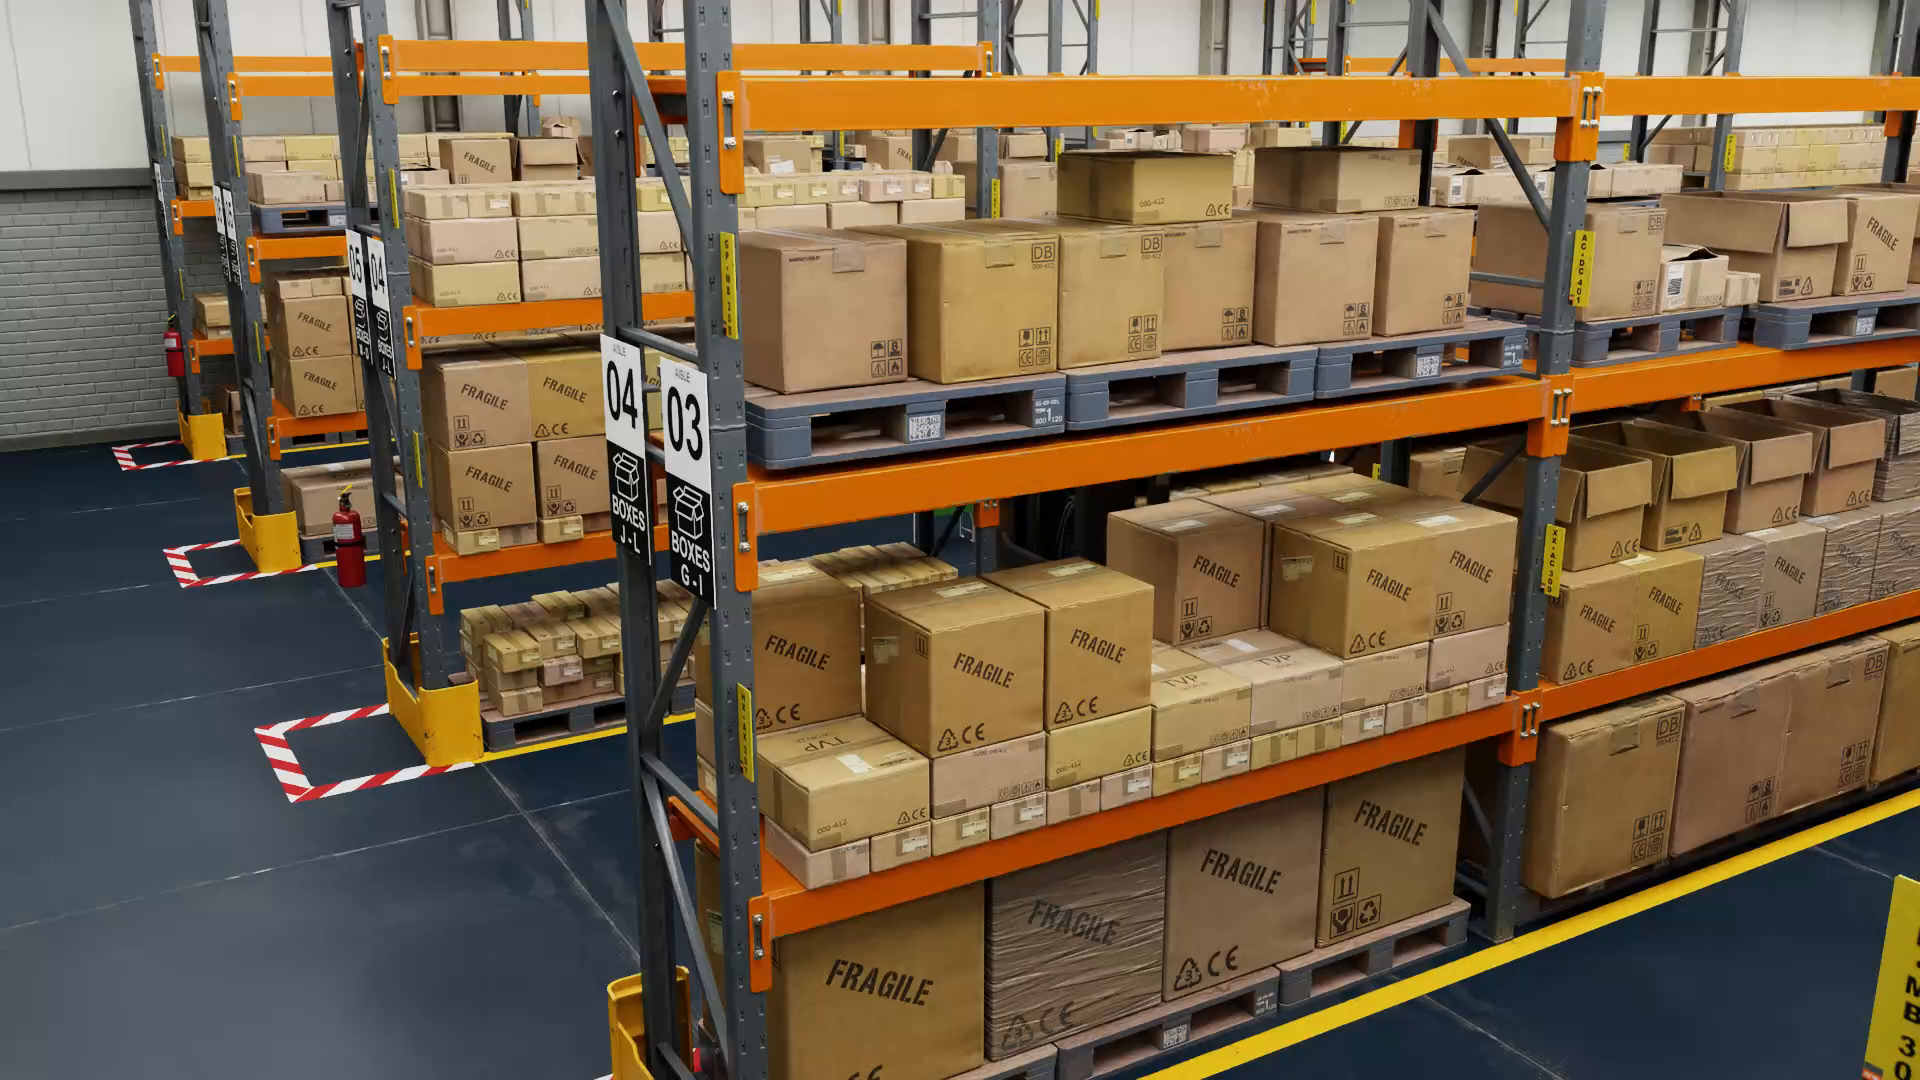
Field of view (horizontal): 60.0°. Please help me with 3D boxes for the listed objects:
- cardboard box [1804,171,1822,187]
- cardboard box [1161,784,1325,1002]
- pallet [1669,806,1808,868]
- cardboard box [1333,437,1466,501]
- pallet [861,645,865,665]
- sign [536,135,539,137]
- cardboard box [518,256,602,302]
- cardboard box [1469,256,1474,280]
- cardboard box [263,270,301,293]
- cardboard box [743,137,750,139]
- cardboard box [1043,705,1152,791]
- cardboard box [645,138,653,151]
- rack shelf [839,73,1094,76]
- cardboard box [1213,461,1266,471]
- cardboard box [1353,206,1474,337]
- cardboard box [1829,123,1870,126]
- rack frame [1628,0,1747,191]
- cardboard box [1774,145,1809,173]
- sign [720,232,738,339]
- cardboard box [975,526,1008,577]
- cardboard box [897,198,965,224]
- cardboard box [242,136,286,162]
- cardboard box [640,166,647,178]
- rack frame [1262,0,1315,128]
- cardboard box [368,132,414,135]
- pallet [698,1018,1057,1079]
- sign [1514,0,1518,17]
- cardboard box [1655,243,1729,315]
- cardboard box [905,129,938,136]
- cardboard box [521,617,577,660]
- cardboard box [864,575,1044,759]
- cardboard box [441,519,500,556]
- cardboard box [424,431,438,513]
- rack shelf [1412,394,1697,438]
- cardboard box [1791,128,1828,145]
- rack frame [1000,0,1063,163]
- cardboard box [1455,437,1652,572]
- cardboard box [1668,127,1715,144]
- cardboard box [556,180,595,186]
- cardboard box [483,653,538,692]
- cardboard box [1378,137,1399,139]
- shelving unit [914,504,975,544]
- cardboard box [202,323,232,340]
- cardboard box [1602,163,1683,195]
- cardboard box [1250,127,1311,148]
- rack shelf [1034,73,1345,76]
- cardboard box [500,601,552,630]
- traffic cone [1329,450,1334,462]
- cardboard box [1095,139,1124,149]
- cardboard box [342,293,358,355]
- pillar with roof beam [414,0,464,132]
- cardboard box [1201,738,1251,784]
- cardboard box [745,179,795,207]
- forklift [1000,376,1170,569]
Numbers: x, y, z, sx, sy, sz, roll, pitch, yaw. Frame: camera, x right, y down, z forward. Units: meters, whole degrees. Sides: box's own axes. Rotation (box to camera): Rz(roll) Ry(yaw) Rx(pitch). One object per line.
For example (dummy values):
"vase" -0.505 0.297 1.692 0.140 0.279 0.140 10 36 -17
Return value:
"cardboard box" 8.172 -3.540 16.265 0.250 0.149 0.380 -10 18 -31
"cardboard box" 1.045 1.441 7.712 0.875 0.875 0.875 -9 18 -30
"pallet" 4.093 1.469 9.620 1.213 0.211 1.003 -9 18 -30
"cardboard box" 3.953 -0.479 14.792 0.750 0.750 1.050 -9 18 -30
"pallet" -0.602 0.704 12.347 1.213 0.211 1.003 -9 18 -30
"sign" -4.954 -4.588 19.545 0.005 0.325 0.100 -9 18 -30
"cardboard box" -2.503 -1.632 10.234 0.500 0.250 0.500 -9 18 -28
"cardboard box" 6.421 -3.454 21.280 0.500 0.500 0.500 -9 18 -30
"cardboard box" -5.904 -2.254 14.493 0.250 0.149 0.380 -9 18 -29
"cardboard box" -2.850 -5.022 21.038 0.250 0.149 0.380 -10 18 -31
"cardboard box" 0.420 0.759 6.711 0.500 0.250 0.500 -10 18 -32
"cardboard box" -3.930 -4.846 20.375 0.250 0.149 0.380 -9 18 -29
"rack shelf" -0.096 -6.203 22.781 4.000 0.370 1.077 -9 18 -30
"cardboard box" 2.234 -0.546 14.103 0.500 0.250 0.500 -9 18 -30
"cardboard box" 1.784 -1.199 7.263 0.500 0.500 0.700 -10 19 -33
"cardboard box" 9.358 -4.323 17.582 0.250 0.149 0.380 -9 18 -30
"rack frame" 6.813 -4.741 15.491 0.127 3.000 1.000 -9 18 -30
"cardboard box" 7.808 -3.692 16.068 0.500 0.250 0.500 -9 18 -30
"sign" -0.724 -0.797 5.211 0.005 0.325 0.100 -9 18 -30
"cardboard box" 0.460 0.100 13.189 0.500 0.500 0.500 -10 18 -31
"cardboard box" -0.309 -2.230 11.443 0.500 0.250 0.500 -10 19 -32
"cardboard box" -7.713 -4.289 18.238 0.500 0.250 0.500 -9 18 -30
"cardboard box" -3.063 -3.339 15.331 0.258 0.266 0.396 -9 18 -28
"rack frame" 5.047 -7.576 25.605 0.127 3.000 1.000 -9 18 -30
"cardboard box" -6.682 -4.626 19.439 0.500 0.250 0.500 -9 18 -30
"pallet" -0.360 2.191 7.043 1.213 0.211 1.003 -9 18 -30
"sign" 7.327 -7.042 21.821 0.005 0.325 0.100 -9 18 -30
"cardboard box" 3.410 -1.314 8.210 0.500 0.311 0.500 -10 18 -32
"cardboard box" -0.683 -5.456 22.450 0.500 0.500 0.700 -10 18 -31
"cardboard box" -2.674 0.639 10.813 0.250 0.149 0.380 -9 18 -29
"cardboard box" -0.026 0.472 6.348 0.500 0.500 0.500 -10 18 -31
"cardboard box" -3.026 -0.032 10.274 0.250 0.149 0.380 -9 18 -30
"cardboard box" -3.220 -0.498 10.731 0.500 0.500 0.500 -9 18 -29
"rack shelf" 5.099 -1.228 15.406 4.000 0.370 1.077 -9 18 -30
"cardboard box" 8.173 -3.924 16.159 0.250 0.149 0.380 -9 18 -29
"rack frame" 0.749 -5.316 17.543 0.127 3.000 1.000 -9 18 -30
"cardboard box" 2.967 -0.200 8.364 0.637 0.503 0.797 -10 18 -31
"cardboard box" 7.179 -3.970 16.321 0.250 0.149 0.380 -9 18 -30
"cardboard box" -2.439 -2.234 10.717 0.250 0.149 0.380 -10 18 -31
"cardboard box" -2.892 0.830 10.686 0.250 0.149 0.380 -8 18 -27
"cardboard box" 5.414 -4.981 20.894 0.250 0.149 0.380 -9 18 -29
"shelving unit" -0.142 -0.555 15.006 0.503 1.200 0.258 -9 18 -30
"cardboard box" -8.245 -2.325 18.451 0.250 0.149 0.380 -9 18 -30
"cardboard box" 6.290 -3.340 15.363 0.500 0.250 0.500 -9 18 -29
"cardboard box" 3.746 -4.688 19.435 0.500 0.250 0.500 -9 18 -28
"rack shelf" 2.463 -5.055 18.686 4.000 0.370 1.077 -9 18 -30
"cardboard box" -2.905 0.546 11.146 0.250 0.149 0.380 -9 18 -29
"traffic cone" 4.102 -0.994 17.939 0.334 0.463 0.336 -9 18 -30
"cardboard box" 2.159 -5.697 23.962 0.250 0.149 0.380 -9 18 -29
"cardboard box" -5.111 -1.919 14.502 0.500 0.500 0.500 -10 18 -31
"pillar with roof beam" -4.084 -5.024 16.500 0.400 9.000 9.100 -9 18 -30
"cardboard box" 1.011 0.874 7.039 0.250 0.149 0.380 -9 18 -29
"cardboard box" -1.267 -2.253 10.784 0.250 0.149 0.380 -9 18 -30
"forklift" 1.110 -0.089 10.137 3.031 2.935 1.130 -9 18 -28
